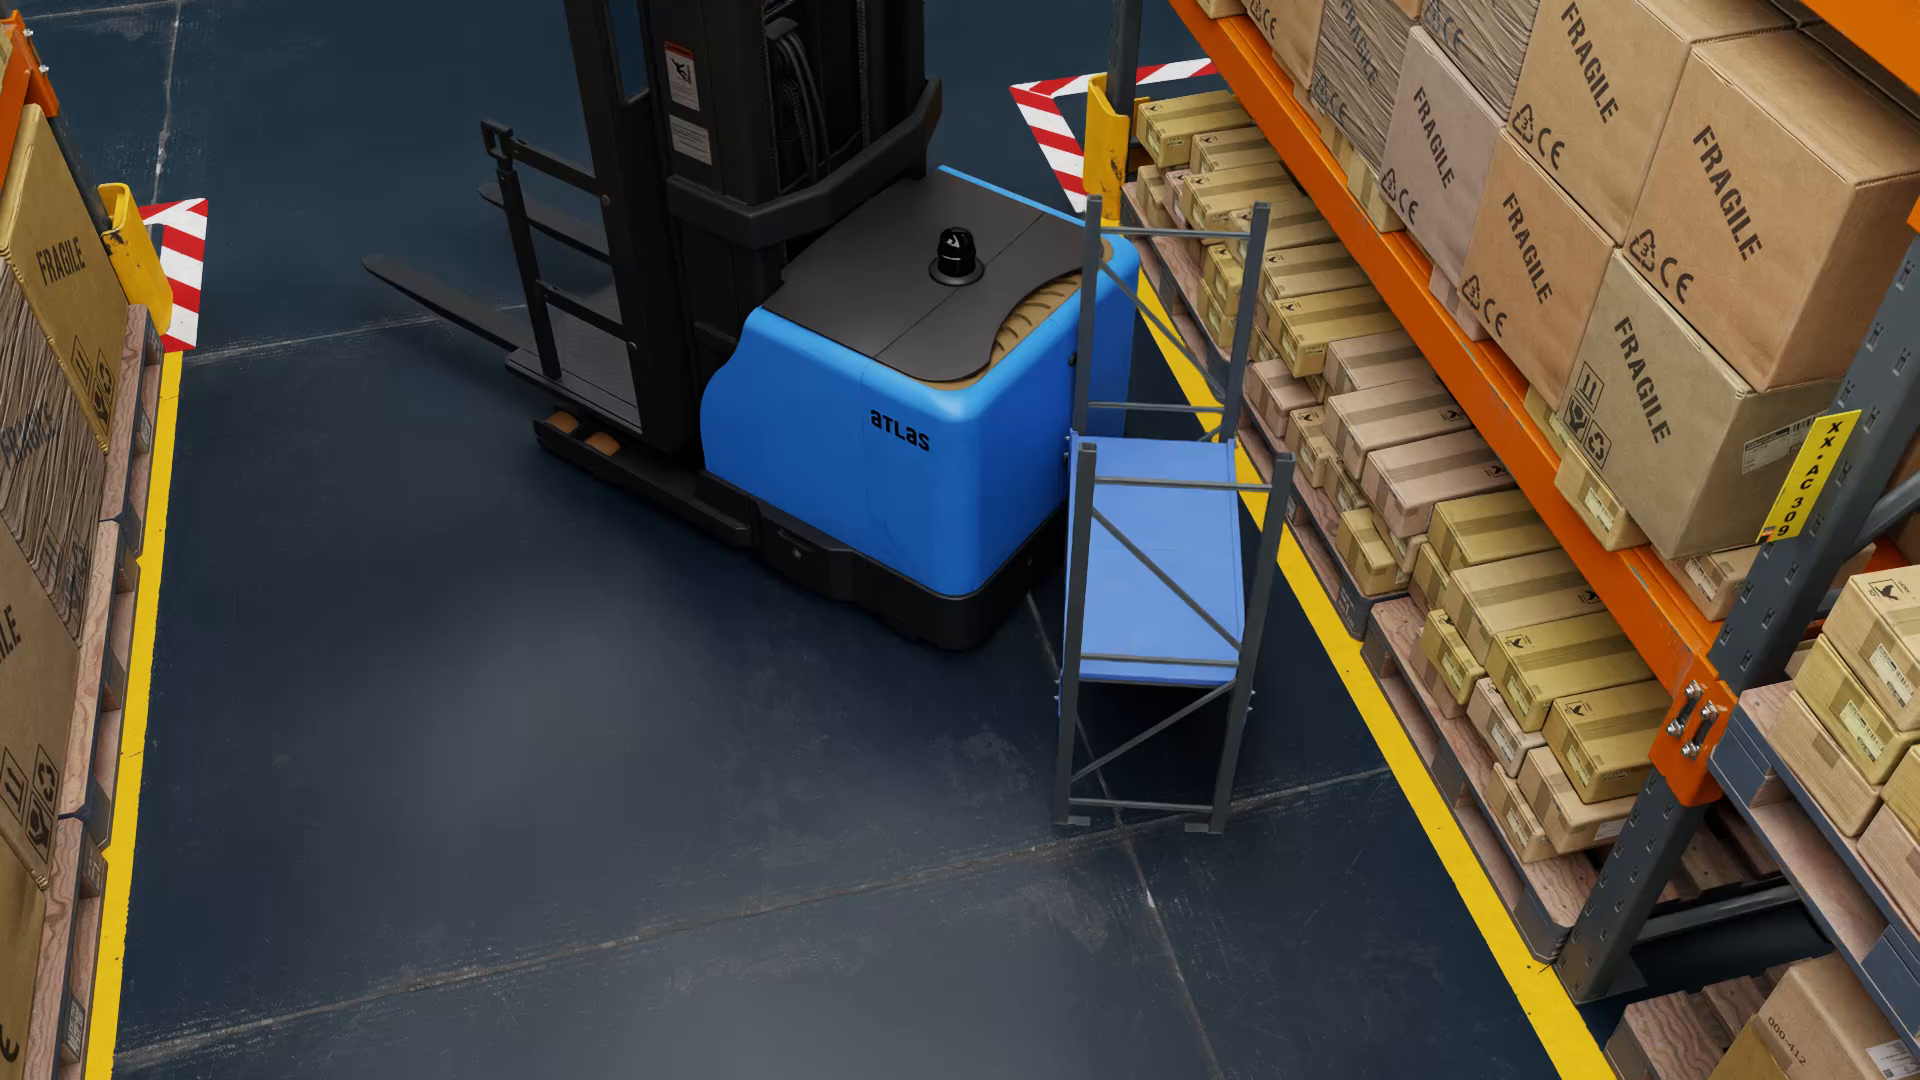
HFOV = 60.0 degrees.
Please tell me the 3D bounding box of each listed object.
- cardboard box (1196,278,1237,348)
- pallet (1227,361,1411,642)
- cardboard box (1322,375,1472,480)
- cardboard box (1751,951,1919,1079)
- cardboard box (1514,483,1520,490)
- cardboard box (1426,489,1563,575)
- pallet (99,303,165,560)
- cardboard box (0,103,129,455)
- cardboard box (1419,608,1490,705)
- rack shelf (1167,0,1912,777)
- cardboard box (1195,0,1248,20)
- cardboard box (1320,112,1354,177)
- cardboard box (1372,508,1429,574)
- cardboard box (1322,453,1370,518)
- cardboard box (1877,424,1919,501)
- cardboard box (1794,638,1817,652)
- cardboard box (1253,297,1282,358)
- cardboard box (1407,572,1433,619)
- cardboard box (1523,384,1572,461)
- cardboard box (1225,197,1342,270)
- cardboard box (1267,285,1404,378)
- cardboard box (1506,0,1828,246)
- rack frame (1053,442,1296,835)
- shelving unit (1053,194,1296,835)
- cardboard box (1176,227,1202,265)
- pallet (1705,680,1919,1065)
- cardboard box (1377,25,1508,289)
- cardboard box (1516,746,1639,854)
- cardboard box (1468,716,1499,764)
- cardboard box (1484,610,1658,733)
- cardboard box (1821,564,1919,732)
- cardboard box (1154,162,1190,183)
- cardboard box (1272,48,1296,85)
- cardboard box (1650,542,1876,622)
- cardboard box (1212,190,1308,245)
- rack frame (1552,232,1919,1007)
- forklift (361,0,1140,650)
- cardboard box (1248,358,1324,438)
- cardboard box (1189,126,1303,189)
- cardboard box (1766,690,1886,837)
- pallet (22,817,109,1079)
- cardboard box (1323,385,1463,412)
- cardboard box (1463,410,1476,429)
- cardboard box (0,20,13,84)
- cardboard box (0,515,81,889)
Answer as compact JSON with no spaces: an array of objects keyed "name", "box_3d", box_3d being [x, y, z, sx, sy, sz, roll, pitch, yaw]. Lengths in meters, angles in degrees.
[{"name":"cardboard box","box_3d":[1.110,-0.876,6.210,0.380,0.149,0.250,-10,46,-10]},{"name":"pallet","box_3d":[1.611,-0.243,5.840,1.003,0.211,1.213,-11,47,-10]},{"name":"cardboard box","box_3d":[1.386,-0.360,5.288,0.380,0.149,0.250,-12,47,-12]},{"name":"cardboard box","box_3d":[2.067,1.106,3.497,0.500,0.250,0.500,-13,47,-12]},{"name":"cardboard box","box_3d":[1.987,-0.181,5.321,0.380,0.149,0.250,-9,46,-8]},{"name":"cardboard box","box_3d":[1.625,-0.006,4.941,0.380,0.149,0.250,-9,46,-9]},{"name":"pallet","box_3d":[-3.431,-0.328,5.924,1.003,0.211,1.213,-11,47,-10]},{"name":"cardboard box","box_3d":[-3.470,-0.818,5.645,0.875,0.875,0.875,-11,47,-10]},{"name":"cardboard box","box_3d":[1.578,0.303,4.846,0.380,0.149,0.250,-12,47,-12]},{"name":"rack shelf","box_3d":[1.621,-1.047,5.179,1.077,0.370,4.000,-11,47,-10]},{"name":"cardboard box","box_3d":[0.998,-1.944,5.731,0.380,0.149,0.250,-12,47,-11]},{"name":"cardboard box","box_3d":[1.324,-1.240,5.041,0.380,0.149,0.250,-9,46,-9]},{"name":"cardboard box","box_3d":[1.525,-0.060,5.202,0.380,0.149,0.250,-10,46,-9]},{"name":"cardboard box","box_3d":[1.437,-0.182,5.530,0.380,0.149,0.250,-10,46,-10]},{"name":"cardboard box","box_3d":[2.250,-0.445,3.807,0.500,0.500,0.500,-11,47,-11]},{"name":"cardboard box","box_3d":[2.232,0.248,4.692,0.380,0.149,0.250,-9,46,-8]},{"name":"cardboard box","box_3d":[1.279,-0.809,5.936,0.380,0.149,0.250,-13,47,-12]},{"name":"cardboard box","box_3d":[1.638,0.155,5.200,0.380,0.149,0.250,-12,47,-11]},{"name":"cardboard box","box_3d":[1.652,-0.337,4.156,0.380,0.149,0.250,-9,46,-9]},{"name":"cardboard box","box_3d":[1.186,-1.091,6.004,0.380,0.149,0.250,-13,47,-12]},{"name":"cardboard box","box_3d":[1.271,-0.708,5.629,0.380,0.149,0.250,-10,46,-10]},{"name":"cardboard box","box_3d":[1.614,-1.038,3.688,0.500,0.500,0.500,-12,47,-12]},{"name":"rack frame","box_3d":[0.525,0.320,4.386,0.500,1.500,0.032,3,46,3]},{"name":"shelving unit","box_3d":[0.562,-0.042,4.741,0.538,1.500,1.048,3,46,3]},{"name":"cardboard box","box_3d":[1.080,-1.242,6.569,0.380,0.149,0.250,-11,47,-10]},{"name":"pallet","box_3d":[2.188,0.704,3.094,1.003,0.211,1.213,-11,47,-10]},{"name":"cardboard box","box_3d":[1.478,-1.041,4.392,0.500,0.500,0.500,-11,47,-11]},{"name":"cardboard box","box_3d":[1.745,0.670,4.487,0.380,0.149,0.250,-10,46,-10]},{"name":"cardboard box","box_3d":[1.718,0.530,4.832,0.380,0.149,0.250,-10,46,-9]},{"name":"cardboard box","box_3d":[1.687,0.358,4.585,0.380,0.149,0.250,-10,46,-10]},{"name":"cardboard box","box_3d":[1.789,0.171,2.947,0.380,0.149,0.250,-9,46,-8]},{"name":"cardboard box","box_3d":[0.995,-1.524,6.637,0.380,0.149,0.250,-9,46,-9]},{"name":"cardboard box","box_3d":[1.242,-1.598,5.392,0.380,0.149,0.250,-11,47,-11]},{"name":"cardboard box","box_3d":[1.834,0.016,3.810,0.380,0.149,0.250,-11,47,-11]},{"name":"cardboard box","box_3d":[1.159,-1.172,6.292,0.380,0.149,0.250,-10,46,-10]},{"name":"rack frame","box_3d":[2.133,0.082,3.569,1.000,3.000,0.127,-11,47,-10]},{"name":"forklift","box_3d":[-0.919,-1.527,5.194,3.031,2.935,1.130,27,51,24]},{"name":"cardboard box","box_3d":[1.247,-0.529,5.870,0.380,0.149,0.250,-13,47,-12]},{"name":"cardboard box","box_3d":[1.102,-1.444,6.351,0.380,0.149,0.250,-10,46,-10]},{"name":"cardboard box","box_3d":[1.789,0.379,3.160,0.380,0.149,0.250,-13,47,-12]},{"name":"pallet","box_3d":[-2.806,1.356,4.273,1.003,0.211,1.213,-11,47,-10]},{"name":"cardboard box","box_3d":[1.449,-0.441,5.576,0.380,0.149,0.250,-9,46,-8]},{"name":"cardboard box","box_3d":[1.838,-0.433,5.776,0.380,0.149,0.250,-9,46,-9]},{"name":"cardboard box","box_3d":[-3.302,-1.569,5.363,0.380,0.149,0.250,-10,46,-10]},{"name":"cardboard box","box_3d":[-3.009,0.425,4.427,0.875,0.875,0.875,-11,47,-10]}]
